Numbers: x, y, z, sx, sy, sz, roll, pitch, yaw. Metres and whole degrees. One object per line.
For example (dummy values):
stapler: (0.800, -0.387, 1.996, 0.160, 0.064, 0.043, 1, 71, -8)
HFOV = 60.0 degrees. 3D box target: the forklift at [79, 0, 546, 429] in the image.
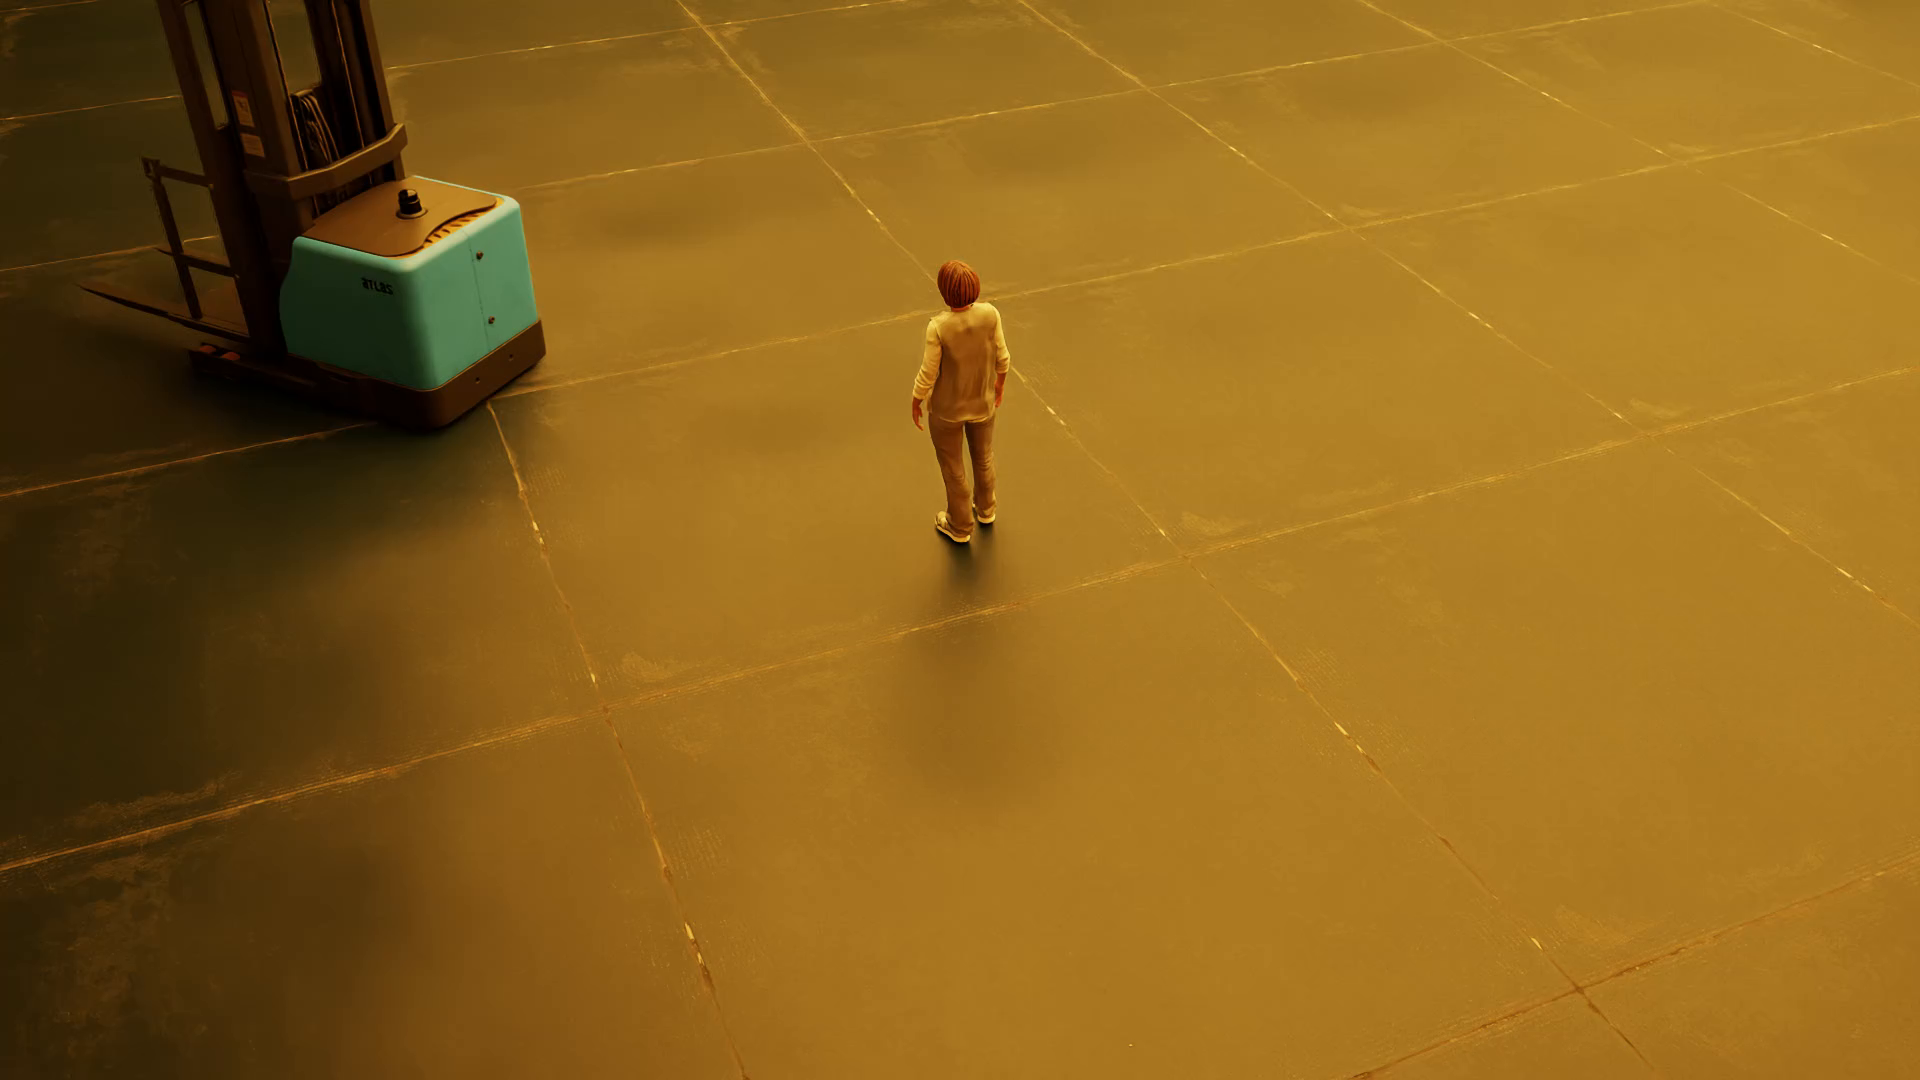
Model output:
forklift: (-4.065, -2.409, 9.486, 3.031, 2.935, 1.130, 16, 38, 21)

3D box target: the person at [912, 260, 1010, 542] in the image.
person: (-0.016, -0.700, 8.221, 0.520, 1.599, 0.473, -14, 38, -19)
